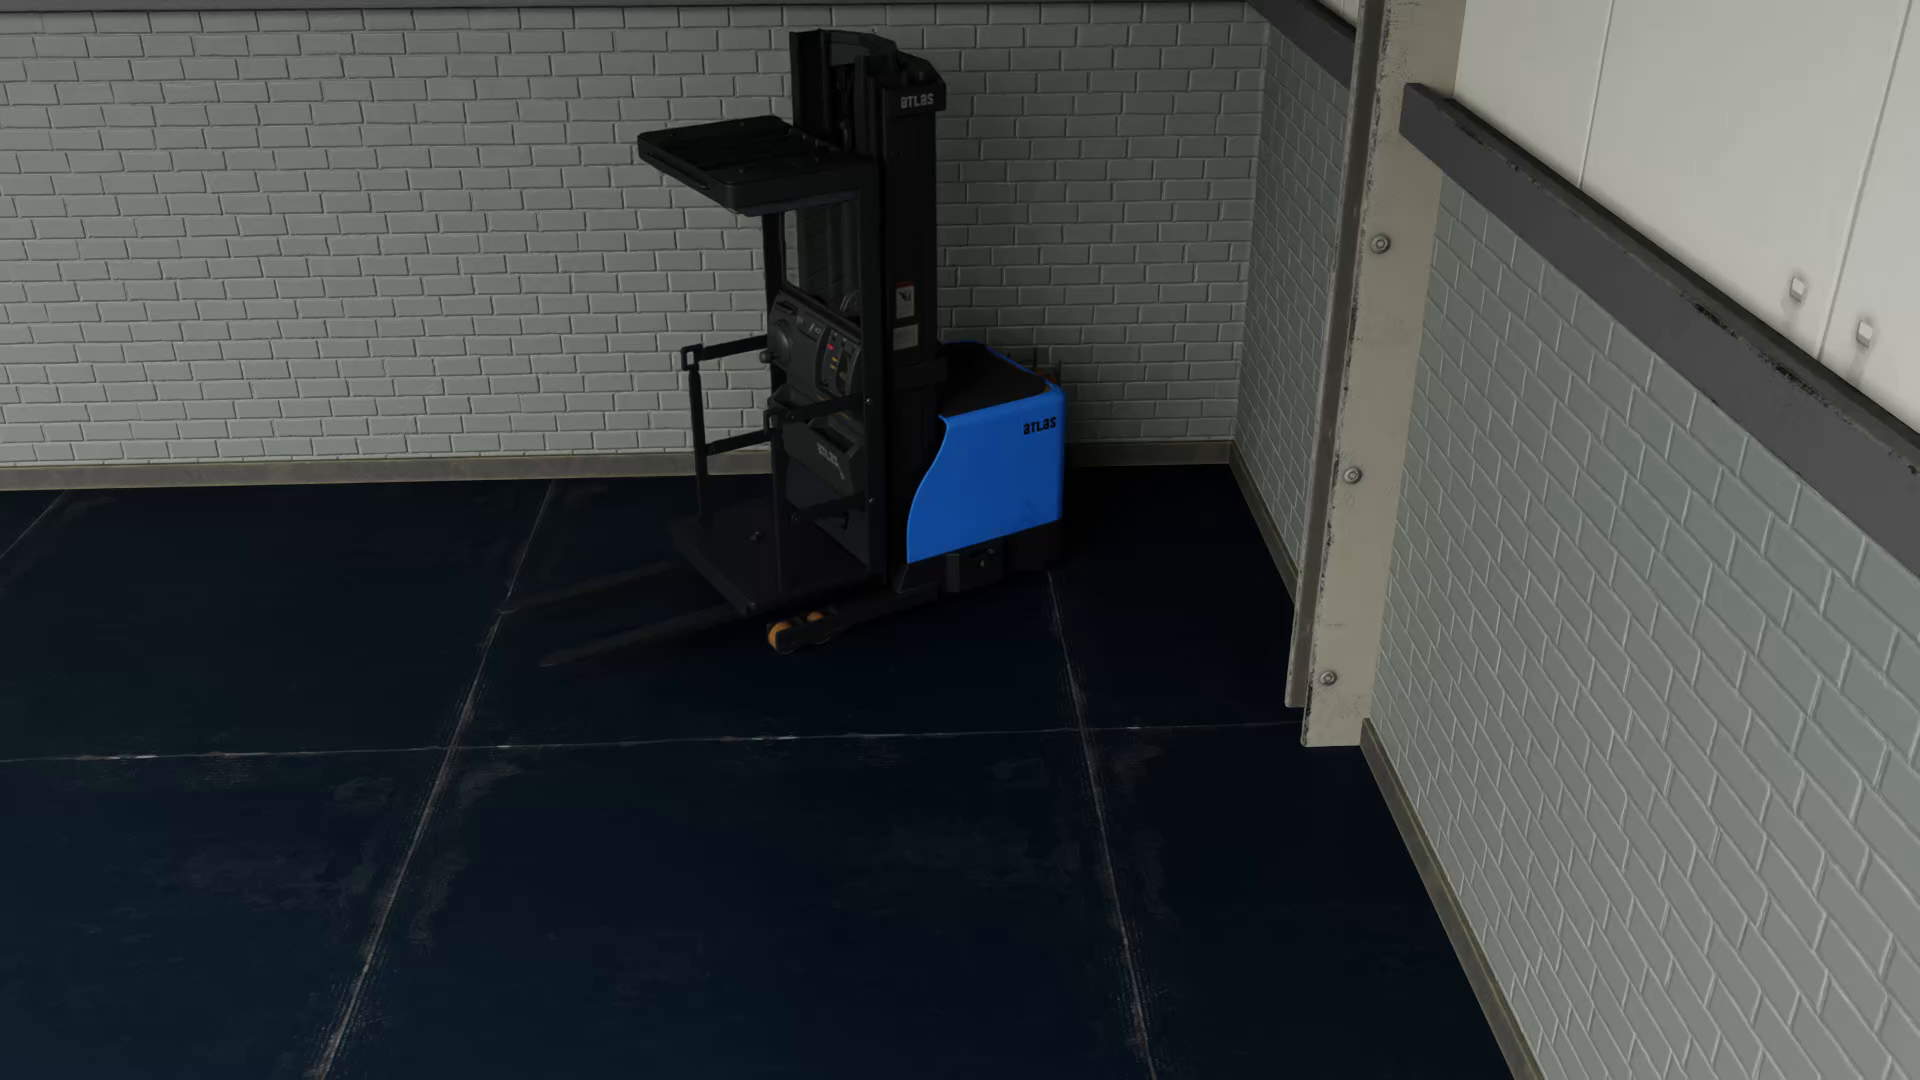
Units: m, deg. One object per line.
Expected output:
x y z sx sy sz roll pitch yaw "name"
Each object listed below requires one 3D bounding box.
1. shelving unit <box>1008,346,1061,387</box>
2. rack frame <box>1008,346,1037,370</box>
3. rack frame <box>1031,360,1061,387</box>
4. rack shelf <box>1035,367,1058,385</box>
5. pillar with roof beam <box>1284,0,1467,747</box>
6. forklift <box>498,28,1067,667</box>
0.424 -0.581 9.729 0.215 1.050 0.252 -16 32 -28 "shelving unit"
0.360 -0.629 9.821 0.200 1.050 0.008 -16 32 -28 "rack frame"
0.489 -0.534 9.638 0.200 1.050 0.008 -16 32 -28 "rack frame"
0.424 -0.824 9.603 0.215 0.259 0.240 -16 32 -28 "rack shelf"
-2.532 -3.003 5.776 9.100 9.000 0.400 -1 28 -3 "pillar with roof beam"
-0.929 -0.987 8.474 3.031 2.935 1.130 -16 32 -28 "forklift"
